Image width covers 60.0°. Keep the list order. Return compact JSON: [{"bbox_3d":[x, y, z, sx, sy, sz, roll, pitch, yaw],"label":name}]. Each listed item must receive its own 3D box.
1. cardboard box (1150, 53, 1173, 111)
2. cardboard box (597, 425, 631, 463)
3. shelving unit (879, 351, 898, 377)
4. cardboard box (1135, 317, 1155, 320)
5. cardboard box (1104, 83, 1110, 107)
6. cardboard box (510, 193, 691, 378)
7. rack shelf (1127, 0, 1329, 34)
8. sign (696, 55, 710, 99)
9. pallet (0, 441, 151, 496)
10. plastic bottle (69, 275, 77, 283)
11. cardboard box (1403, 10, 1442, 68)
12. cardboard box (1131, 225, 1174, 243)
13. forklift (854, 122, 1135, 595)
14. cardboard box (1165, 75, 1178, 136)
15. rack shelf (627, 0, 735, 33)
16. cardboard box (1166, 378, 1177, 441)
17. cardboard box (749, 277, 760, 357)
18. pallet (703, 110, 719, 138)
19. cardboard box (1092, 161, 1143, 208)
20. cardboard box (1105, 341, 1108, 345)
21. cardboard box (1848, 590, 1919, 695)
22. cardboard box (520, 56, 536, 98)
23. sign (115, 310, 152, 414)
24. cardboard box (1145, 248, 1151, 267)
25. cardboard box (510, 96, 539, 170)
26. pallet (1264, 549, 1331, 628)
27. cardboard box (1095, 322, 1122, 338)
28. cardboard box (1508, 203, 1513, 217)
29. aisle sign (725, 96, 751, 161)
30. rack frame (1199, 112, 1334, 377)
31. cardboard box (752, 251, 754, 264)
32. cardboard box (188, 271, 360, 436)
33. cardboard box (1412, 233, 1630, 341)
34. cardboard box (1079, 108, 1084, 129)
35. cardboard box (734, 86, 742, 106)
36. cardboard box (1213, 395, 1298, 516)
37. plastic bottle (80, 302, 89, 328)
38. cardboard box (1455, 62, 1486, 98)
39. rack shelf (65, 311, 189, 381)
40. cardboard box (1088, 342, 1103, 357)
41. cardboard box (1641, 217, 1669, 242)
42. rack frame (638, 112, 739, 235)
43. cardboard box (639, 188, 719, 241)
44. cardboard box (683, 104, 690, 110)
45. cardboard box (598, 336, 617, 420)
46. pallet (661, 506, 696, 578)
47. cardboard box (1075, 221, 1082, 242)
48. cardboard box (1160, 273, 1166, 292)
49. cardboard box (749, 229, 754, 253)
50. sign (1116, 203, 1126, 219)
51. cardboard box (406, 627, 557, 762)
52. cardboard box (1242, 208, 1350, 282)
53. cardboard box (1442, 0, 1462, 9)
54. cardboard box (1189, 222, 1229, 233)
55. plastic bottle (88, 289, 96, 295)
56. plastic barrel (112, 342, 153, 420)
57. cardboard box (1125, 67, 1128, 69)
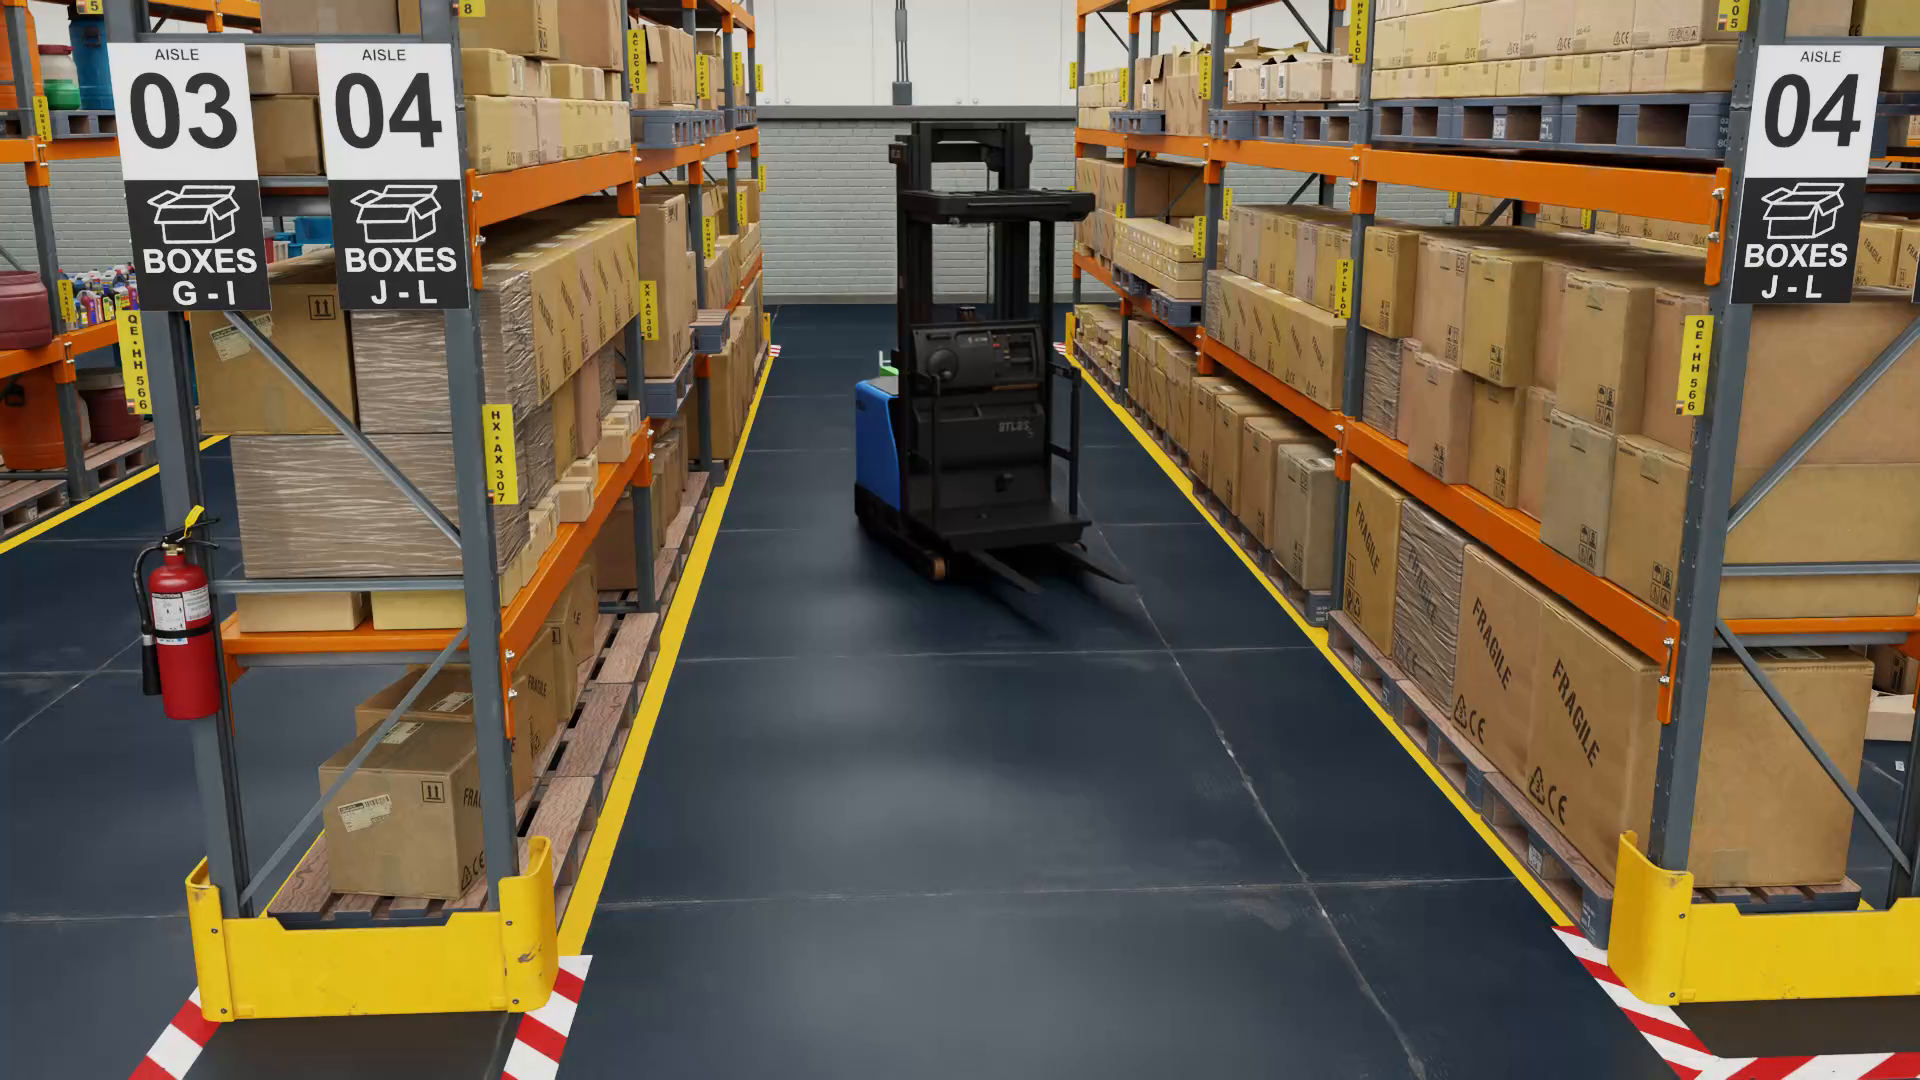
[{"bbox_3d":[2.159,-4.202,15.267,0.797,0.503,0.637,-1,14,-4],"label":"cardboard box"},{"bbox_3d":[-1.872,-0.484,8.393,0.380,0.149,0.250,-1,14,-3],"label":"cardboard box"},{"bbox_3d":[-0.428,-0.839,12.880,0.258,1.200,0.503,-5,15,-19],"label":"shelving unit"},{"bbox_3d":[2.264,-2.535,19.545,0.380,0.149,0.250,-1,14,-5],"label":"cardboard box"},{"bbox_3d":[1.854,-4.874,18.227,0.500,0.250,0.500,0,14,-1],"label":"cardboard box"},{"bbox_3d":[-2.176,-1.534,9.923,1.000,1.000,1.000,-1,14,-3],"label":"cardboard box"},{"bbox_3d":[2.318,-4.748,14.665,1.077,0.370,4.000,-1,14,-3],"label":"rack shelf"},{"bbox_3d":[-1.973,-3.546,12.733,0.100,0.325,0.005,-1,14,-3],"label":"sign"},{"bbox_3d":[-7.549,-0.604,13.950,1.003,0.211,1.213,-1,14,-3],"label":"pallet"},{"bbox_3d":[-8.006,-2.253,15.022,0.097,0.271,0.097,0,14,0],"label":"plastic bottle"},{"bbox_3d":[2.474,-2.417,8.040,0.500,0.250,0.500,-1,14,-4],"label":"cardboard box"},{"bbox_3d":[1.826,-2.888,15.697,0.380,0.149,0.250,-1,14,-4],"label":"cardboard box"},{"bbox_3d":[0.209,-1.264,11.059,1.130,2.935,3.031,-5,15,-20],"label":"forklift"},{"bbox_3d":[2.082,-3.775,14.457,0.500,0.500,0.500,-1,14,-3],"label":"cardboard box"},{"bbox_3d":[-2.639,-4.696,14.466,1.077,0.370,4.000,-1,14,-3],"label":"rack shelf"},{"bbox_3d":[2.112,-1.169,14.722,0.500,0.500,0.500,0,14,-1],"label":"cardboard box"},{"bbox_3d":[-2.834,-2.615,19.592,0.875,0.875,0.875,-1,14,-3],"label":"cardboard box"},{"bbox_3d":[-2.607,-3.356,13.409,1.213,0.211,1.003,0,14,-1],"label":"pallet"},{"bbox_3d":[1.792,-4.056,18.965,0.500,0.500,0.500,-1,14,-5],"label":"cardboard box"},{"bbox_3d":[1.841,-2.182,18.770,0.380,0.149,0.250,-1,14,-2],"label":"cardboard box"},{"bbox_3d":[5.170,0.514,8.746,0.797,0.637,0.503,-1,14,-3],"label":"cardboard box"},{"bbox_3d":[-1.820,-1.747,6.279,0.380,0.149,0.250,-1,14,-4],"label":"cardboard box"},{"bbox_3d":[-2.574,-0.556,5.210,0.100,0.325,0.005,-1,14,-3],"label":"sign"},{"bbox_3d":[1.875,-2.549,14.979,0.380,0.149,0.250,-1,14,-2],"label":"cardboard box"},{"bbox_3d":[-1.829,-1.478,6.032,0.500,0.250,0.500,-1,14,-5],"label":"cardboard box"},{"bbox_3d":[2.567,0.268,10.563,1.003,0.211,1.213,-1,14,-3],"label":"pallet"},{"bbox_3d":[1.758,-2.400,19.020,0.380,0.149,0.250,-1,14,-5],"label":"cardboard box"},{"bbox_3d":[6.737,-4.007,19.371,0.500,0.500,0.500,-1,14,-3],"label":"cardboard box"},{"bbox_3d":[-2.715,-5.107,20.637,0.394,0.787,0.004,-1,14,-3],"label":"aisle sign"},{"bbox_3d":[2.442,-1.887,13.340,1.000,3.000,0.127,-1,14,-3],"label":"rack frame"},{"bbox_3d":[-2.565,-3.240,19.102,0.380,0.149,0.250,-1,14,-2],"label":"cardboard box"},{"bbox_3d":[-2.300,-0.656,5.750,0.500,0.500,0.500,-1,14,-3],"label":"cardboard box"},{"bbox_3d":[2.829,-1.260,8.437,0.875,0.550,0.550,-1,14,-3],"label":"cardboard box"},{"bbox_3d":[1.719,-5.141,20.269,0.500,0.250,0.500,0,14,-1],"label":"cardboard box"},{"bbox_3d":[-2.790,-5.043,18.342,0.700,0.500,0.500,0,14,-1],"label":"cardboard box"},{"bbox_3d":[2.448,-0.631,12.129,1.050,0.750,0.750,-1,14,-3],"label":"cardboard box"},{"bbox_3d":[-7.148,-1.829,13.513,0.097,0.201,0.097,0,14,0],"label":"plastic bottle"},{"bbox_3d":[2.454,-2.062,7.463,0.380,0.149,0.250,-1,14,-3],"label":"cardboard box"},{"bbox_3d":[-7.582,-1.908,14.866,1.077,0.370,4.000,-1,14,-3],"label":"rack shelf"},{"bbox_3d":[1.726,-2.248,19.622,0.380,0.149,0.250,-2,15,-6],"label":"cardboard box"},{"bbox_3d":[6.957,-3.151,16.047,0.500,0.500,0.500,-1,14,-5],"label":"cardboard box"},{"bbox_3d":[-2.762,-2.830,17.007,1.000,3.000,0.127,-1,14,-3],"label":"rack frame"},{"bbox_3d":[-2.684,-3.035,15.588,0.797,0.503,0.637,-1,14,-3],"label":"cardboard box"},{"bbox_3d":[-2.196,-2.978,11.862,0.500,0.250,0.500,-1,14,-4],"label":"cardboard box"},{"bbox_3d":[-2.301,-0.920,8.786,0.875,0.500,0.500,-1,14,-3],"label":"cardboard box"},{"bbox_3d":[-2.395,0.012,11.556,1.003,0.211,1.213,-1,14,-3],"label":"pallet"},{"bbox_3d":[1.699,-3.953,20.573,0.500,0.500,0.500,0,14,-1],"label":"cardboard box"},{"bbox_3d":[1.923,-2.210,14.257,0.380,0.149,0.250,-1,14,-2],"label":"cardboard box"},{"bbox_3d":[-2.616,-3.398,18.917,0.500,0.250,0.500,-1,14,-3],"label":"cardboard box"},{"bbox_3d":[1.653,-3.291,17.059,0.100,0.325,0.005,-1,14,-3],"label":"sign"},{"bbox_3d":[-2.132,0.702,7.453,0.500,0.500,0.500,0,14,2],"label":"cardboard box"},{"bbox_3d":[2.493,-2.182,12.280,0.700,0.500,0.500,-1,14,-4],"label":"cardboard box"},{"bbox_3d":[2.438,-2.512,7.610,0.380,0.149,0.250,-1,14,-3],"label":"cardboard box"},{"bbox_3d":[2.445,-3.024,16.226,0.380,0.149,0.250,-1,14,-5],"label":"cardboard box"},{"bbox_3d":[-7.232,-1.953,13.854,0.097,0.271,0.097,0,14,0],"label":"plastic bottle"},{"bbox_3d":[-7.645,-1.629,15.707,0.600,0.901,0.708,-1,14,-3],"label":"plastic barrel"},{"bbox_3d":[1.902,-4.771,17.026,0.380,0.149,0.250,-2,15,-6],"label":"cardboard box"}]
